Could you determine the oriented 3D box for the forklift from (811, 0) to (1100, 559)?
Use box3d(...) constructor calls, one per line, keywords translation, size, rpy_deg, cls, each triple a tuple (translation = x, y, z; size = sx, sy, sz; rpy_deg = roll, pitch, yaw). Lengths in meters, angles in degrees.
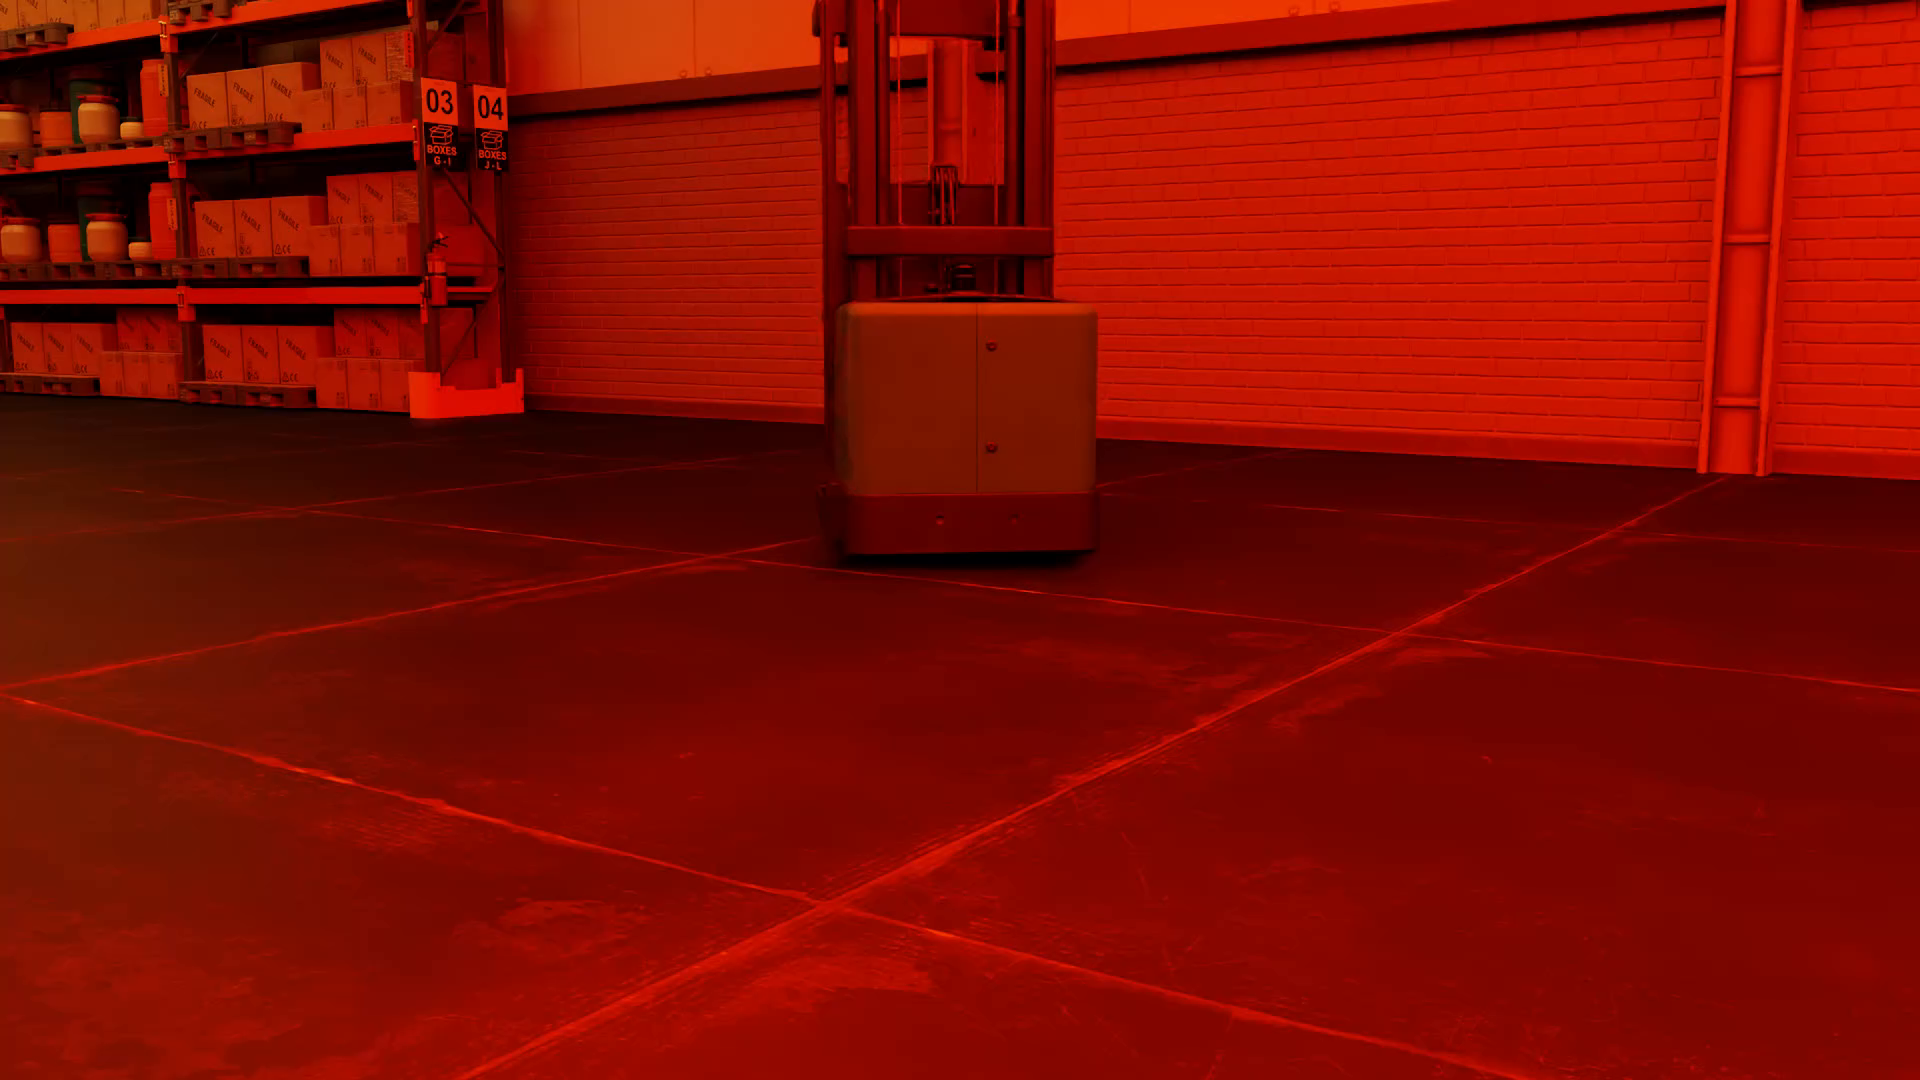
box3d(translation=(-0.138, -1.541, 8.026), size=(1.130, 2.935, 3.031), rpy_deg=(-1, 8, -8), cls="forklift")
